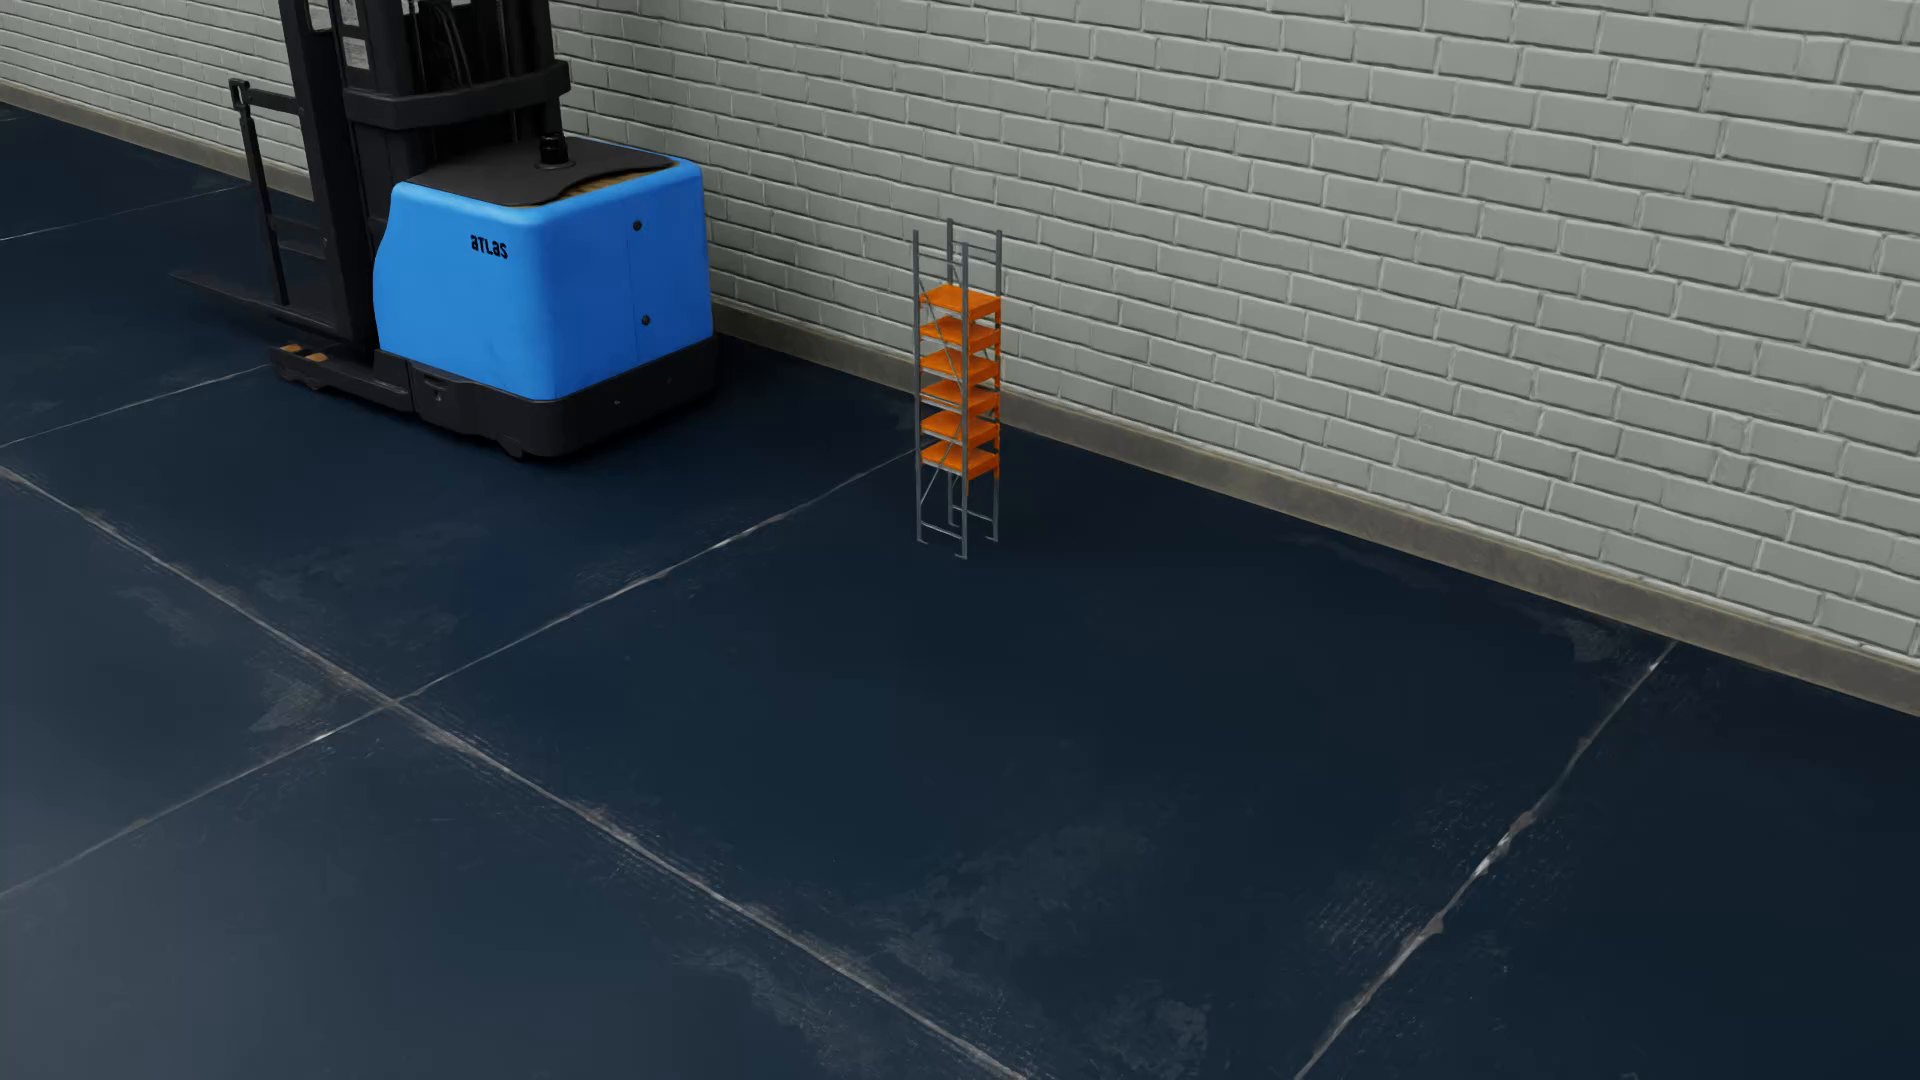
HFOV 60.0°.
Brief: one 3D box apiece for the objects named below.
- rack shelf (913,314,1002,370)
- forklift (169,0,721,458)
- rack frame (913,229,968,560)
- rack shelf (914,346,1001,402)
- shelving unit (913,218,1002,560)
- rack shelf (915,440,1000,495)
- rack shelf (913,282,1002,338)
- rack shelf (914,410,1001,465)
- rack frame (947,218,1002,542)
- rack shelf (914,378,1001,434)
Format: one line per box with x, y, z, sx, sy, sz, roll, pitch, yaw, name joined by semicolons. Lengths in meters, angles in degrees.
-0.009;-0.701;5.875;0.258;0.103;0.180;21;34;34;rack shelf
-2.561;-2.160;7.236;3.031;2.935;1.130;19;33;32;forklift
-0.067;-0.495;5.902;0.240;1.200;0.006;21;34;34;rack frame
-0.009;-0.595;5.930;0.258;0.103;0.180;21;34;34;rack shelf
-0.009;-0.528;5.964;0.258;1.200;0.189;21;34;34;shelving unit
-0.009;-0.275;6.095;0.258;0.103;0.180;21;34;34;rack shelf
-0.009;-0.808;5.819;0.258;0.103;0.180;21;34;34;rack shelf
-0.009;-0.382;6.040;0.258;0.103;0.180;21;34;34;rack shelf
0.049;-0.560;6.027;0.240;1.200;0.006;21;34;34;rack frame
-0.009;-0.488;5.985;0.258;0.103;0.180;21;34;34;rack shelf
